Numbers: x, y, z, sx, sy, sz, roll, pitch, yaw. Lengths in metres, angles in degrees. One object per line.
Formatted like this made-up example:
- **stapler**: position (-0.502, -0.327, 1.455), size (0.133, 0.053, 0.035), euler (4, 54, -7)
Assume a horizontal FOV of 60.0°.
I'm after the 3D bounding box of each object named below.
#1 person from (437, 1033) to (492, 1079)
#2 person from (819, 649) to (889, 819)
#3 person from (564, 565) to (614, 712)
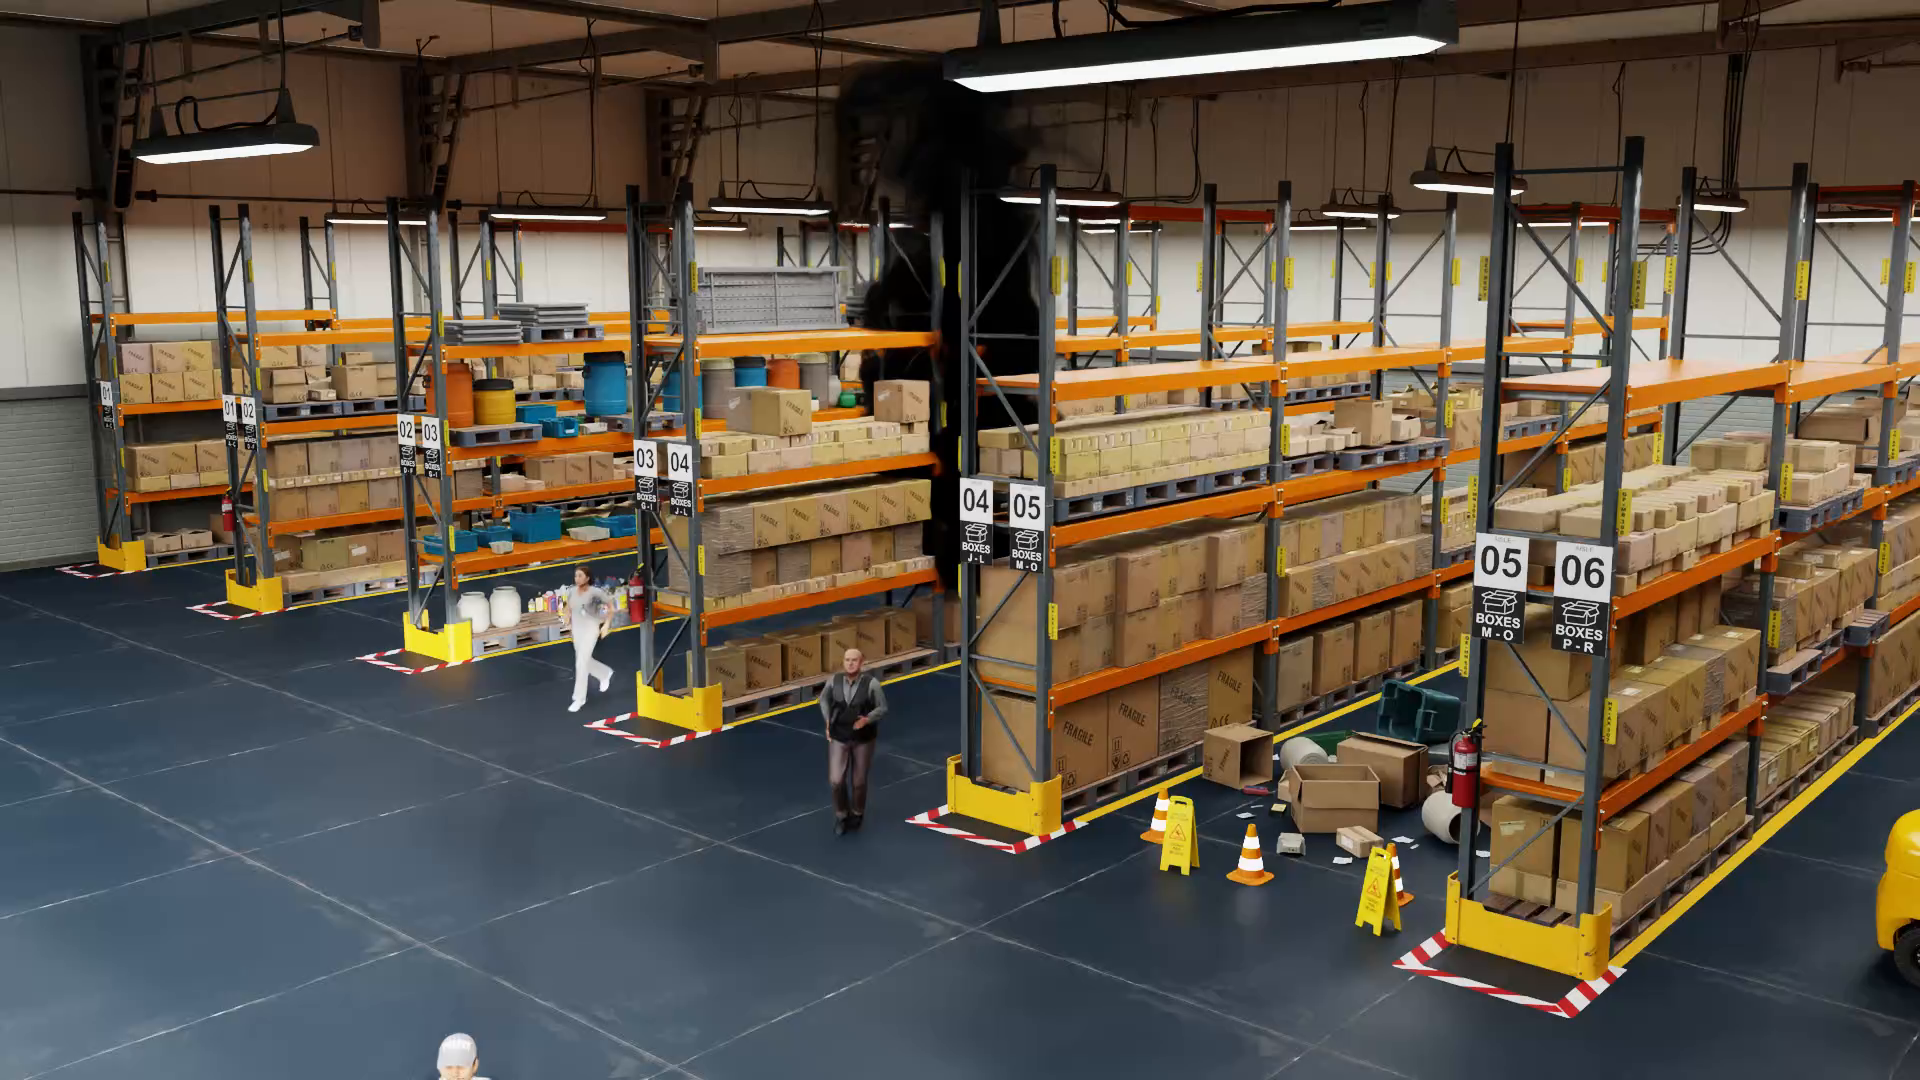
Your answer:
- **person**: position (-2.341, 3.101, 7.864), size (0.608, 1.641, 0.648), euler (-1, 10, -7)
- **person**: position (-0.978, 1.786, 15.107), size (0.662, 1.621, 0.637), euler (1, 9, 3)
- **person**: position (-4.395, 1.117, 19.622), size (0.603, 1.671, 0.890), euler (4, 10, 24)
